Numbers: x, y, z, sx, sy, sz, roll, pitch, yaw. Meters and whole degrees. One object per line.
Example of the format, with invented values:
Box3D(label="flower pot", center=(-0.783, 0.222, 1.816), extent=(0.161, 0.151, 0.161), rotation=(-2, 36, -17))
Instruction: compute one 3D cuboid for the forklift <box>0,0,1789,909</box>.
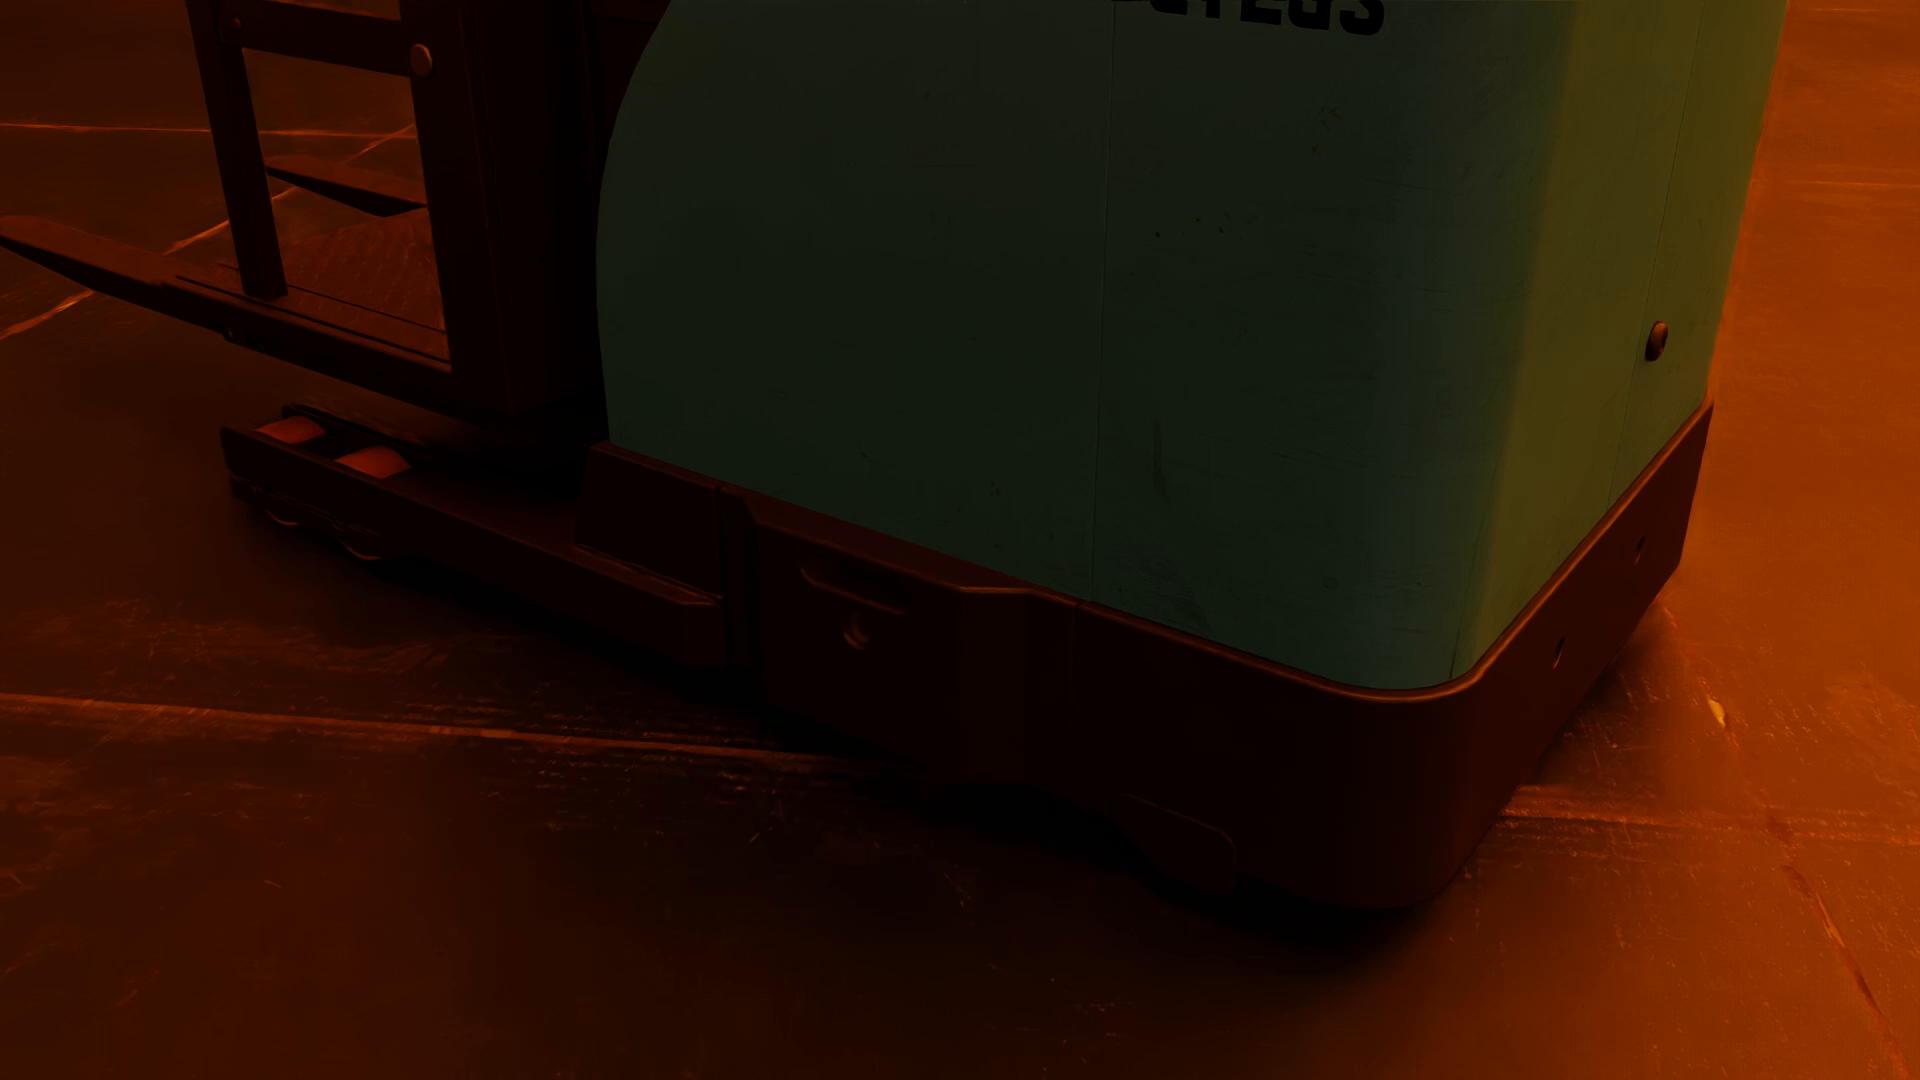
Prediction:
Box3D(label="forklift", center=(-0.498, -1.453, 2.130), extent=(3.031, 2.935, 1.130), rotation=(18, 32, 32))
